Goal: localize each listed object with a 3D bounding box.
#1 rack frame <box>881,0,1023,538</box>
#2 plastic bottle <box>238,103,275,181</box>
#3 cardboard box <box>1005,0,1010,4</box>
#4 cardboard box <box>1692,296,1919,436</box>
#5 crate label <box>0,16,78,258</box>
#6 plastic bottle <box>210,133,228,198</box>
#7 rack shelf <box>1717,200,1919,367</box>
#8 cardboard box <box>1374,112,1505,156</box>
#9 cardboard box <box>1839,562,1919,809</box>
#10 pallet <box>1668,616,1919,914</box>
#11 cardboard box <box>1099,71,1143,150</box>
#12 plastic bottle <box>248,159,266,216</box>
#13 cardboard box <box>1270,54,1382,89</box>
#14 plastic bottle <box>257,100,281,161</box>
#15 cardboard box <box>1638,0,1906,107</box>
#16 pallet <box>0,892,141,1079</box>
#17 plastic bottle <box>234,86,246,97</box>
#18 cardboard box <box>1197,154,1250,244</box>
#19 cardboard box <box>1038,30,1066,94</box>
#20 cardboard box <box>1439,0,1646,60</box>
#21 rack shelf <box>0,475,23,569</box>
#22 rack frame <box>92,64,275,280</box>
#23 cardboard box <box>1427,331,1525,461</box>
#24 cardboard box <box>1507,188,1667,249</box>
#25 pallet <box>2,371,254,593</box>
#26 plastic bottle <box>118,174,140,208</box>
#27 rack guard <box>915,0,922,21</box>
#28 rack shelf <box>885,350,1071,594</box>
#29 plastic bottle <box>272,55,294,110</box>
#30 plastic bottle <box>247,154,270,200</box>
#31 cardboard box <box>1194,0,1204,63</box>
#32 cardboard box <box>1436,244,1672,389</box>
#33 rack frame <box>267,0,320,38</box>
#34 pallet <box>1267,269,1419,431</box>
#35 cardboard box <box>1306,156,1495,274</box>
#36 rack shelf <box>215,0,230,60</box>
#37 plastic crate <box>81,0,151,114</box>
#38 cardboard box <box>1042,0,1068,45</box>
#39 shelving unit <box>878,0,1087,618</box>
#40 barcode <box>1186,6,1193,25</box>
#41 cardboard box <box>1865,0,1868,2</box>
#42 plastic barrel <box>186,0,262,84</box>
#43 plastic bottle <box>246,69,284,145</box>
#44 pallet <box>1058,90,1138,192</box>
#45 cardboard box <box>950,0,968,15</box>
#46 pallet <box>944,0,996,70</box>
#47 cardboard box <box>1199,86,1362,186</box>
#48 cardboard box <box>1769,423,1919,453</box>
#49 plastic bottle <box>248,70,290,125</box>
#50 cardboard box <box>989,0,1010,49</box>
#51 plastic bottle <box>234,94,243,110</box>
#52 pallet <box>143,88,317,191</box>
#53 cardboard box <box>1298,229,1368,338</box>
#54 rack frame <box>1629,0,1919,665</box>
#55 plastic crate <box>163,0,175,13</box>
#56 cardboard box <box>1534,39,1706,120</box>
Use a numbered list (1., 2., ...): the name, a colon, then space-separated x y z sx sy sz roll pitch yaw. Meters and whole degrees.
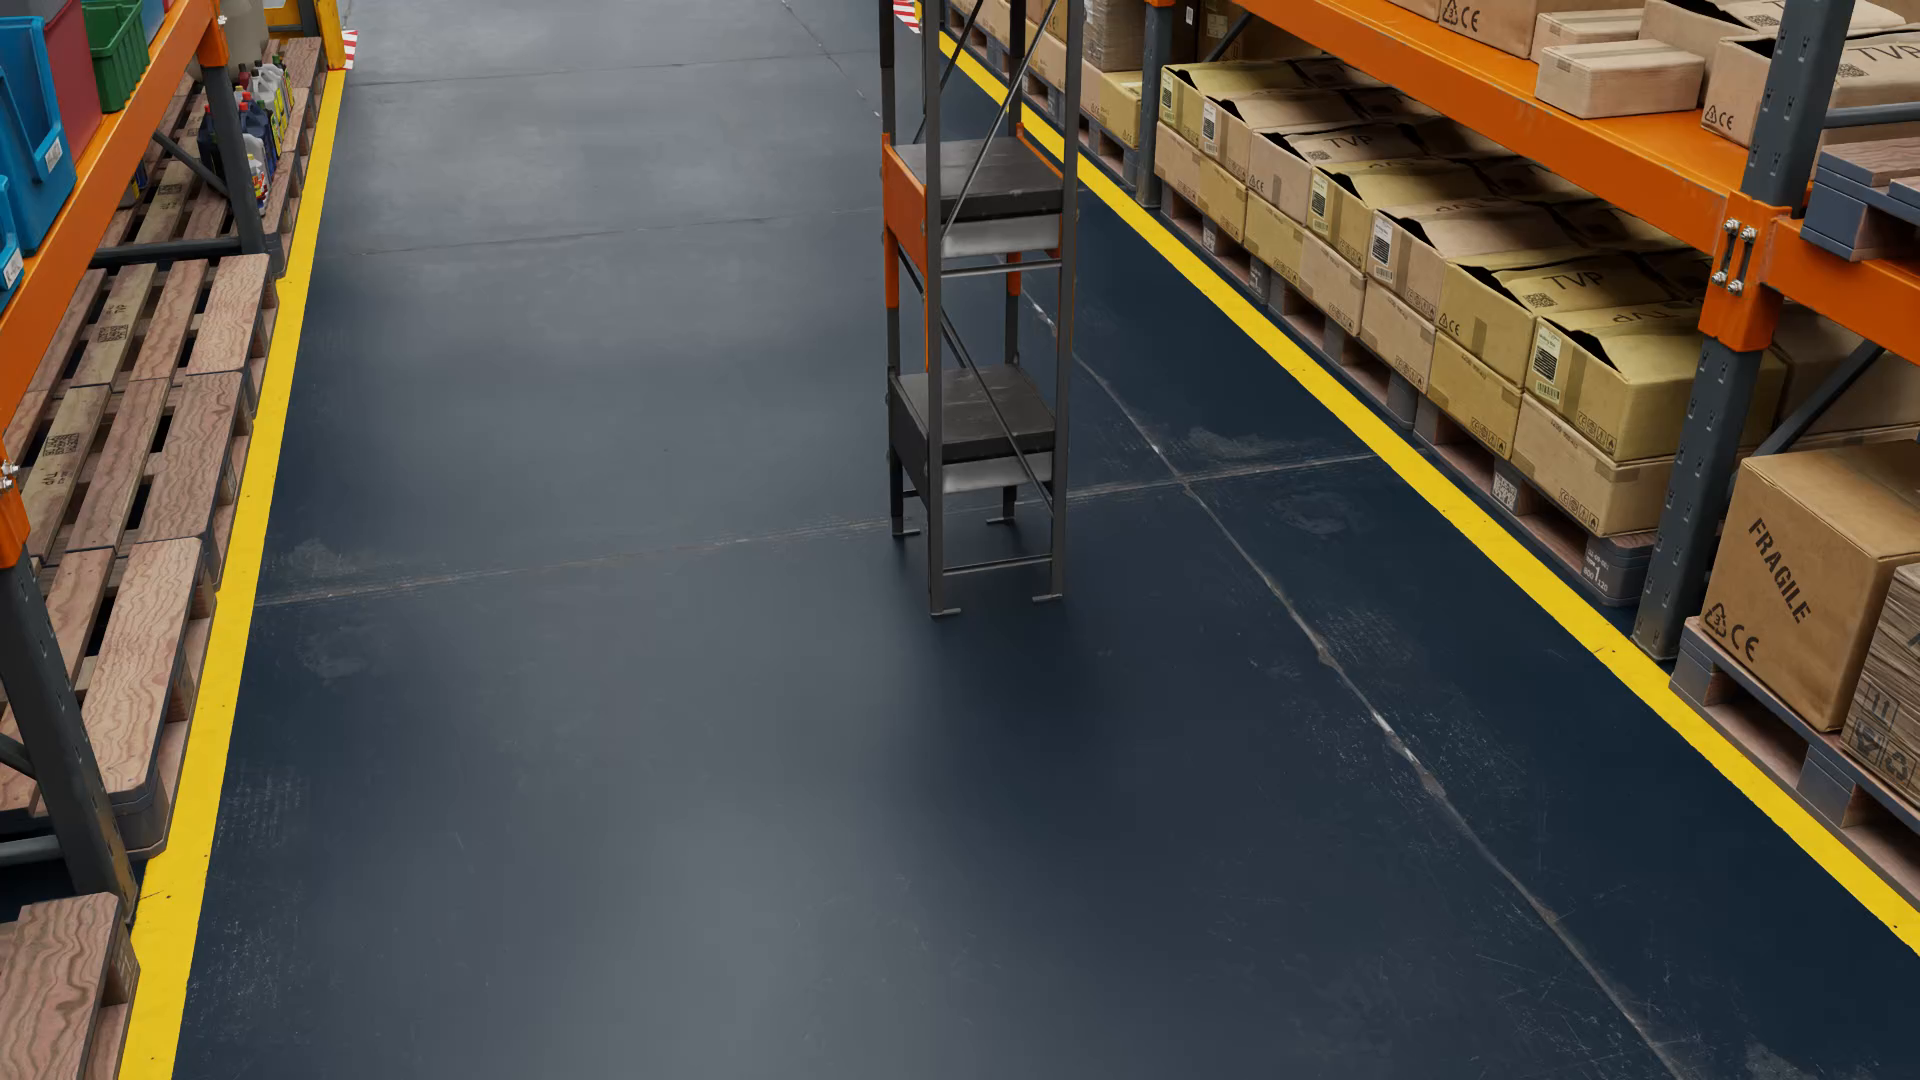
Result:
1. rack frame: -0.021 -0.947 4.789 0.400 2.100 0.015 -8 31 -13
2. plastic bottle: -3.240 -1.811 7.590 0.144 0.351 0.185 -7 31 -12
3. cardboard box: 0.496 -3.458 9.806 0.500 0.500 0.500 -8 31 -13
4. cardboard box: 2.556 -0.574 5.013 0.500 0.311 0.500 -7 31 -12
5. crate label: -2.367 -0.922 3.812 0.502 0.435 0.616 -8 31 -13
6. plastic bottle: -3.303 -1.687 7.443 0.061 0.283 0.133 -8 31 -13
7. rack shelf: 2.943 0.230 2.576 1.077 0.370 4.000 -8 31 -13
8. cardboard box: 2.009 -1.564 6.724 0.500 0.311 0.500 -8 31 -13
9. cardboard box: 2.402 0.354 3.700 0.500 0.500 0.500 -9 31 -15
10. pallet: 2.574 0.525 4.132 1.003 0.211 1.213 -8 31 -13
11. cardboard box: 1.017 -2.166 8.323 0.500 0.250 0.500 -8 31 -13
12. plastic bottle: -3.088 -1.544 7.208 0.097 0.271 0.097 0 30 0
13. cardboard box: 1.735 -2.056 7.574 0.500 0.311 0.500 -8 31 -13
14. plastic bottle: -3.294 -1.959 7.912 0.061 0.283 0.133 -6 31 -11
15. cardboard box: 2.362 -1.466 4.878 0.500 0.311 0.500 -8 31 -14
16. pallet: -2.115 1.192 2.980 1.003 0.211 1.213 -8 31 -13
17. plastic bottle: -3.616 -2.187 8.388 0.097 0.201 0.097 0 30 0
18. cardboard box: 1.353 -1.496 7.166 0.500 0.250 0.500 -7 31 -12
19. cardboard box: 0.747 -2.648 9.156 0.500 0.250 0.500 -8 31 -13
20. cardboard box: 1.951 -1.899 5.436 0.500 0.500 0.500 -10 31 -16
21. rack shelf: -1.833 0.887 1.441 1.077 0.370 4.000 -8 31 -13
22. rack frame: -3.426 -2.322 6.268 1.000 3.000 0.127 -8 31 -13
23. cardboard box: 1.897 -0.509 5.461 0.500 0.250 0.500 -8 31 -14
24. cardboard box: 2.276 -1.073 5.875 0.500 0.311 0.500 -9 31 -15
25. pallet: -2.853 -0.151 5.300 1.003 0.211 1.213 -8 31 -13
26. plastic bottle: -3.736 -1.658 7.326 0.144 0.351 0.185 -8 31 -13
27. rack guard: 0.283 -3.841 11.387 1.175 0.500 0.348 -8 31 -13
28. rack shelf: 0.044 -0.211 4.943 0.431 0.518 0.480 -8 31 -13
29. plastic bottle: -3.529 -2.386 8.651 0.061 0.283 0.133 -7 31 -12
30. plastic bottle: -3.142 -1.612 7.395 0.097 0.201 0.097 0 30 0
31. cardboard box: 1.389 -2.801 8.673 0.500 0.500 0.500 -8 31 -13
32. cardboard box: 1.892 -0.752 5.321 0.500 0.311 0.500 -8 31 -14
33. rack frame: -4.488 -4.254 9.606 1.000 3.000 0.127 -8 31 -13
34. pallet: 1.911 -0.831 6.475 1.003 0.211 1.213 -8 31 -13
35. cardboard box: 1.629 -1.238 6.161 0.500 0.311 0.500 -7 31 -12
36. rack shelf: -3.957 -2.977 8.117 1.077 0.370 4.000 -8 31 -13
37. plastic crate: -2.692 -1.427 4.933 0.450 0.188 0.662 -8 31 -13
38. cardboard box: 0.759 -2.974 8.971 0.500 0.500 0.500 -8 31 -13
39. shelving unit: 0.044 -0.829 4.586 0.431 2.100 0.503 -8 31 -13
40. barcode: 1.017 -2.325 7.370 0.001 0.075 0.075 -8 31 -13
41. cardboard box: 5.720 -3.371 10.487 0.380 0.149 0.250 -10 32 -17
42. plastic barrel: -4.106 -2.809 9.174 0.421 0.512 0.421 0 30 0
43. plastic bottle: -3.403 -2.108 8.102 0.144 0.351 0.185 -8 31 -14
44. pallet: 1.180 -2.162 8.774 1.003 0.211 1.213 -8 31 -13
45. cardboard box: 0.217 -3.614 10.825 0.500 0.250 0.500 -8 31 -13
46. pallet: 0.532 -3.340 10.810 1.003 0.211 1.213 -8 31 -13
47. cardboard box: 1.348 -1.738 7.025 0.500 0.311 0.500 -8 31 -14
48. cardboard box: 2.556 -0.331 5.153 0.500 0.250 0.500 -8 31 -13
49. plastic bottle: -3.500 -2.245 8.414 0.152 0.276 0.135 -9 31 -15
50. cardboard box: 0.485 -3.132 9.992 0.500 0.250 0.500 -8 31 -13
51. plastic bottle: -3.539 -2.044 8.066 0.152 0.276 0.135 -8 31 -13
52. pallet: -3.891 -2.036 8.556 1.003 0.211 1.213 -8 31 -13
53. cardboard box: 1.627 -1.000 6.310 0.500 0.250 0.500 -7 31 -12
54. rack frame: 2.412 -1.047 4.065 1.000 3.000 0.127 -8 31 -13
55. plastic crate: -3.002 -2.157 5.918 0.402 0.464 0.583 -8 31 -13
56. cardboard box: 1.907 -1.336 4.815 0.380 0.149 0.250 -8 31 -13
